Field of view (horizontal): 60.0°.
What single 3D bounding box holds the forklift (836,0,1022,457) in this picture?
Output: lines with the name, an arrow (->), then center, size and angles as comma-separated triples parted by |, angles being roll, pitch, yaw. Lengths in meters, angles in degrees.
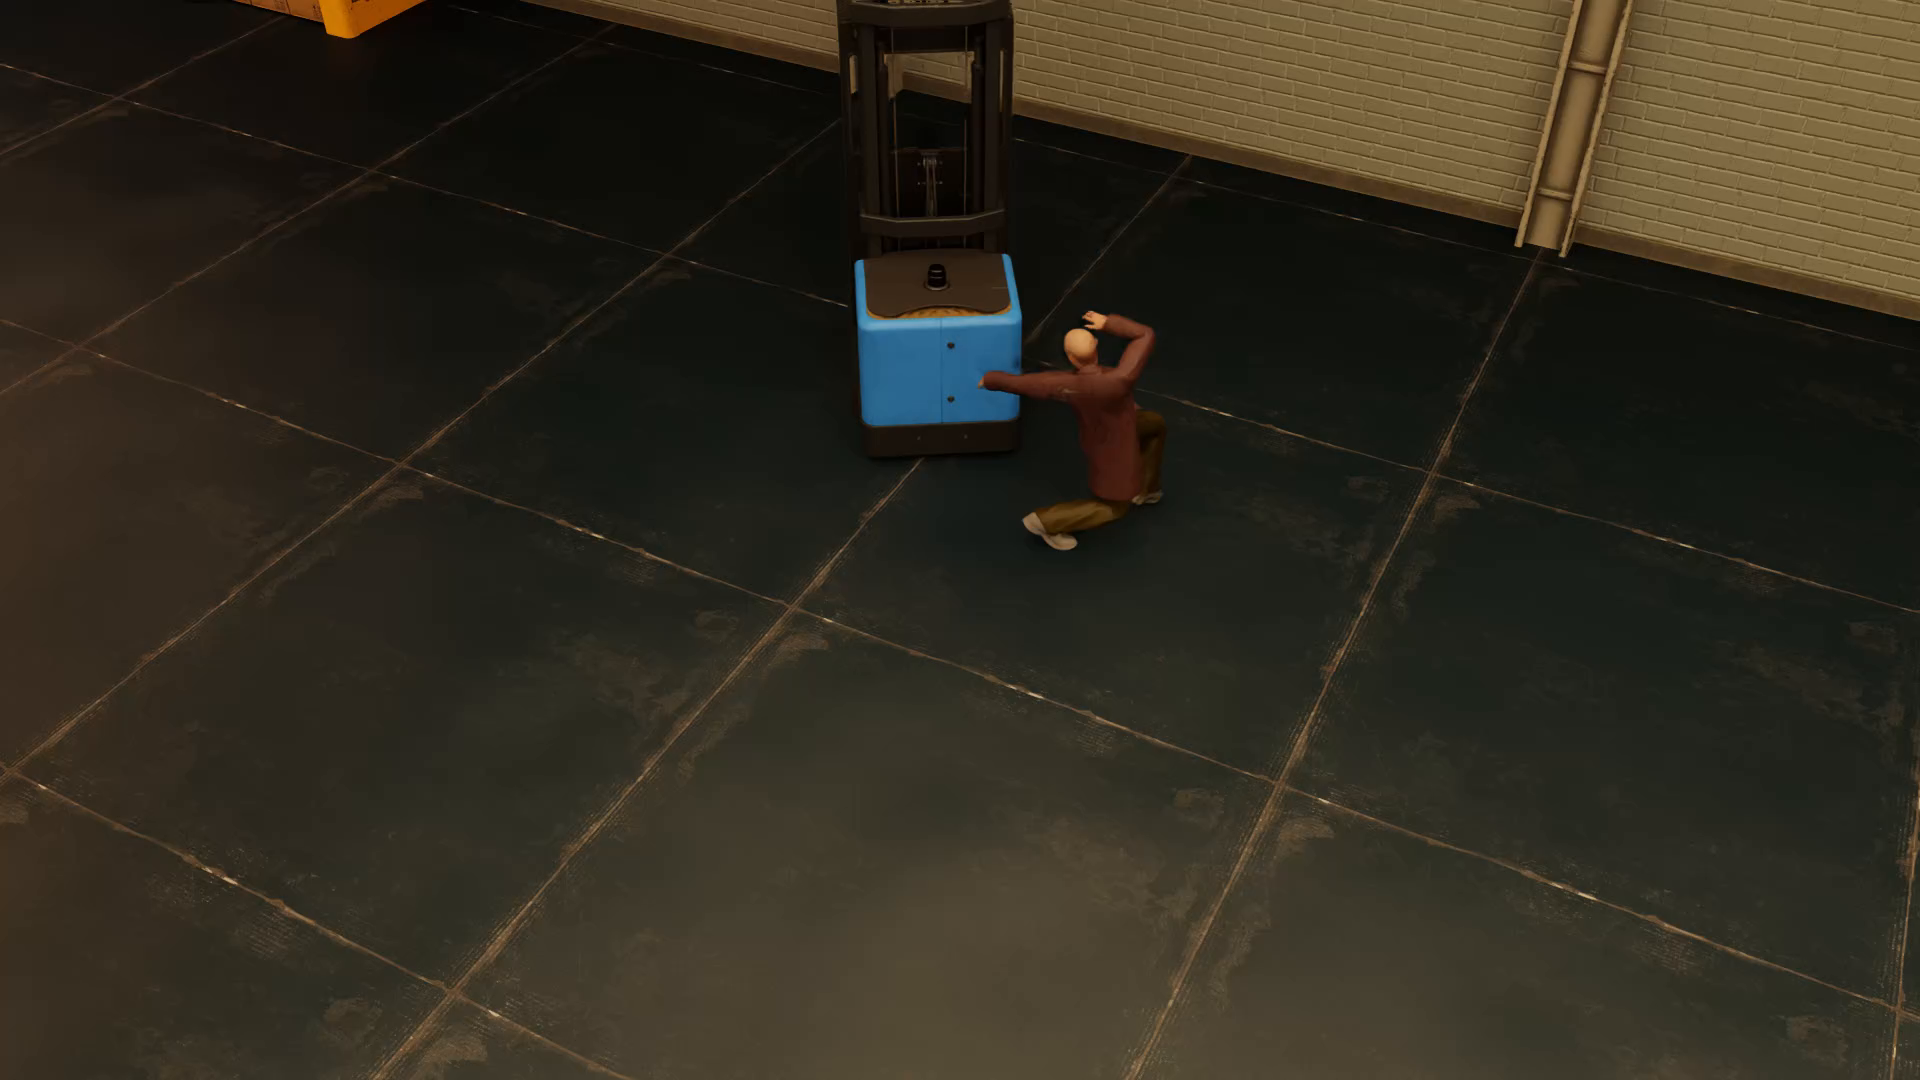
forklift -> -0.231, -2.598, 11.071 | 1.130, 2.935, 3.031 | -3, 40, -3

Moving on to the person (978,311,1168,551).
person -> 0.741, -0.770, 10.044 | 1.030, 1.477, 1.044 | -25, 46, -27
